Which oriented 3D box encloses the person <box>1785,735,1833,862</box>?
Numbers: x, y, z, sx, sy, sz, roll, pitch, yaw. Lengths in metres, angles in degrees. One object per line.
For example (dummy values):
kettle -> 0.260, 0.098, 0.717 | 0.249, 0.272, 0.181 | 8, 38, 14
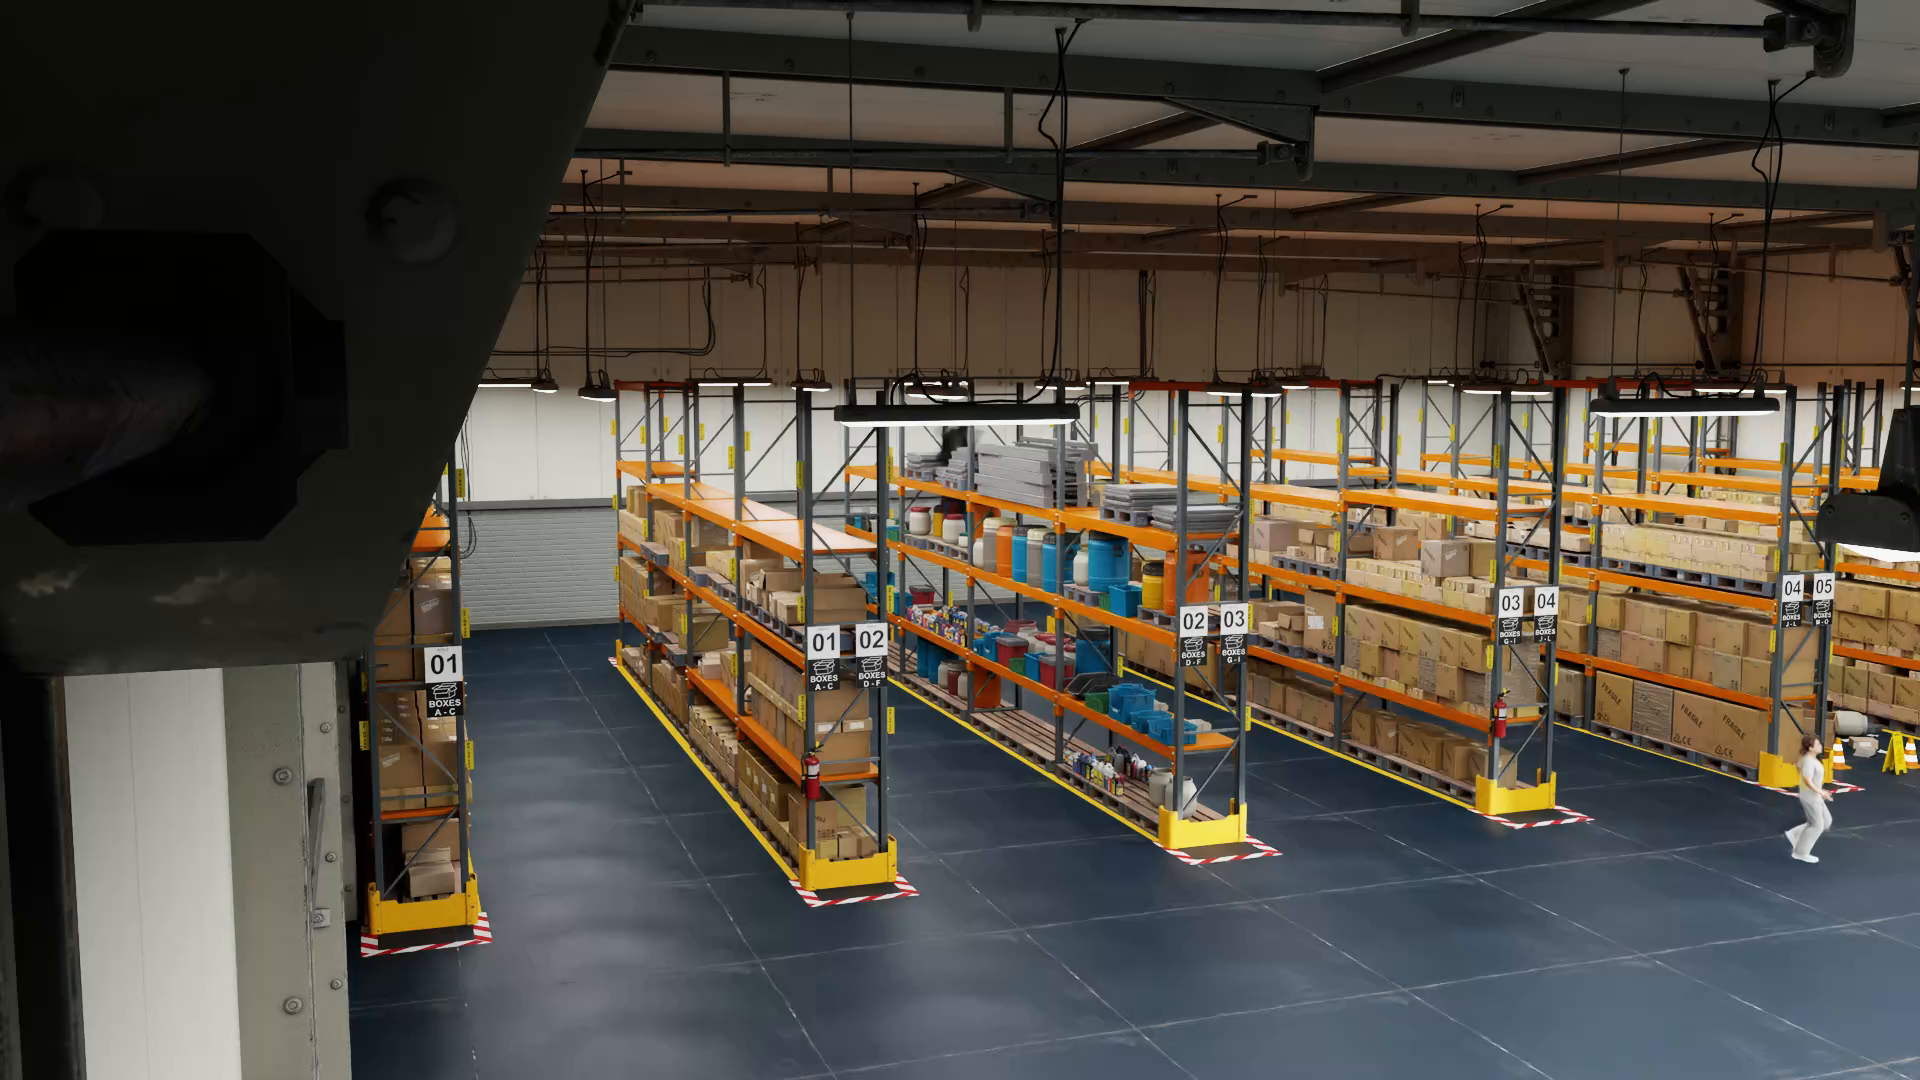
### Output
person -> 10.833, 3.288, 21.203 | 0.509, 1.632, 0.572 | 3, 7, 24
